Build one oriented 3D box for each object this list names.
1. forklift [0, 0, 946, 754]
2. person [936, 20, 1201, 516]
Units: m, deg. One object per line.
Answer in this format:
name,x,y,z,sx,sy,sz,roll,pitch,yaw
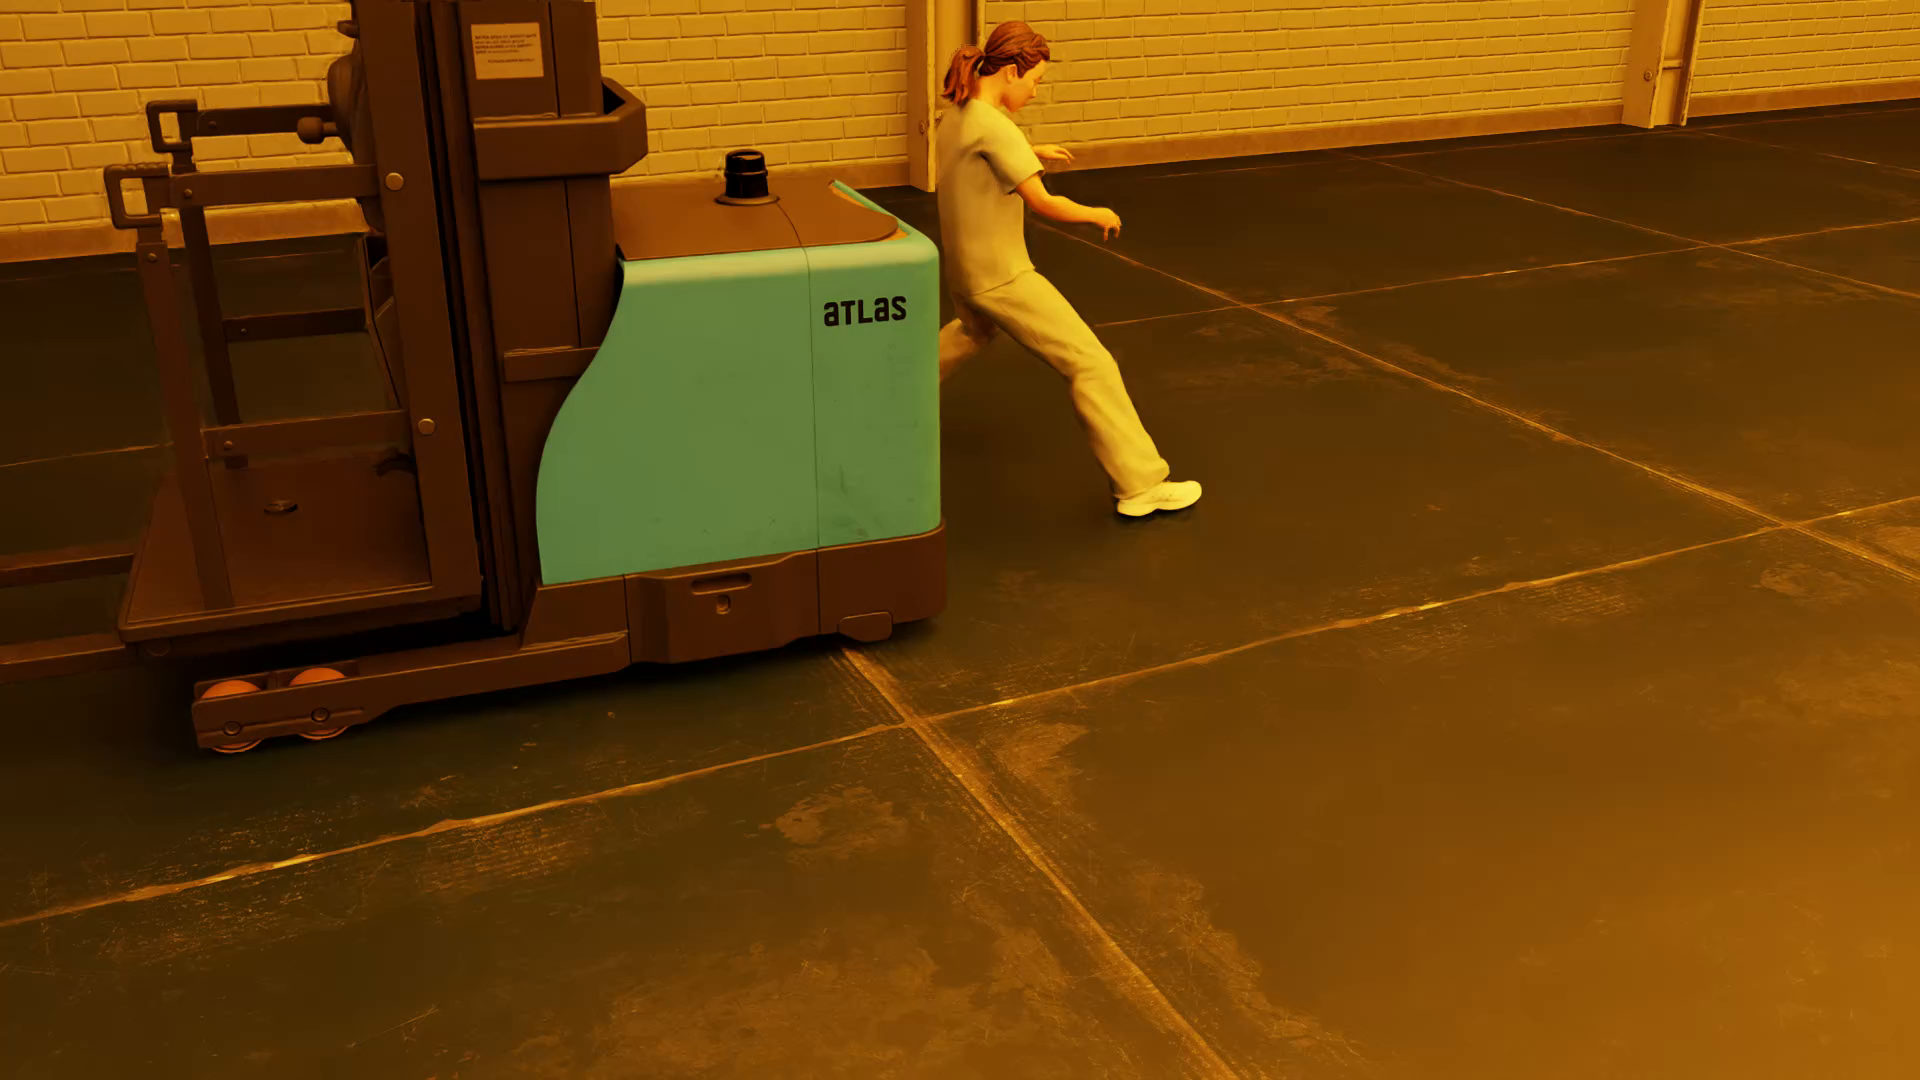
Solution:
forklift,-1.611,-1.081,3.889,3.031,2.935,1.130,-8,24,-18
person,0.219,-0.937,5.452,0.829,1.470,1.216,-8,24,-18
